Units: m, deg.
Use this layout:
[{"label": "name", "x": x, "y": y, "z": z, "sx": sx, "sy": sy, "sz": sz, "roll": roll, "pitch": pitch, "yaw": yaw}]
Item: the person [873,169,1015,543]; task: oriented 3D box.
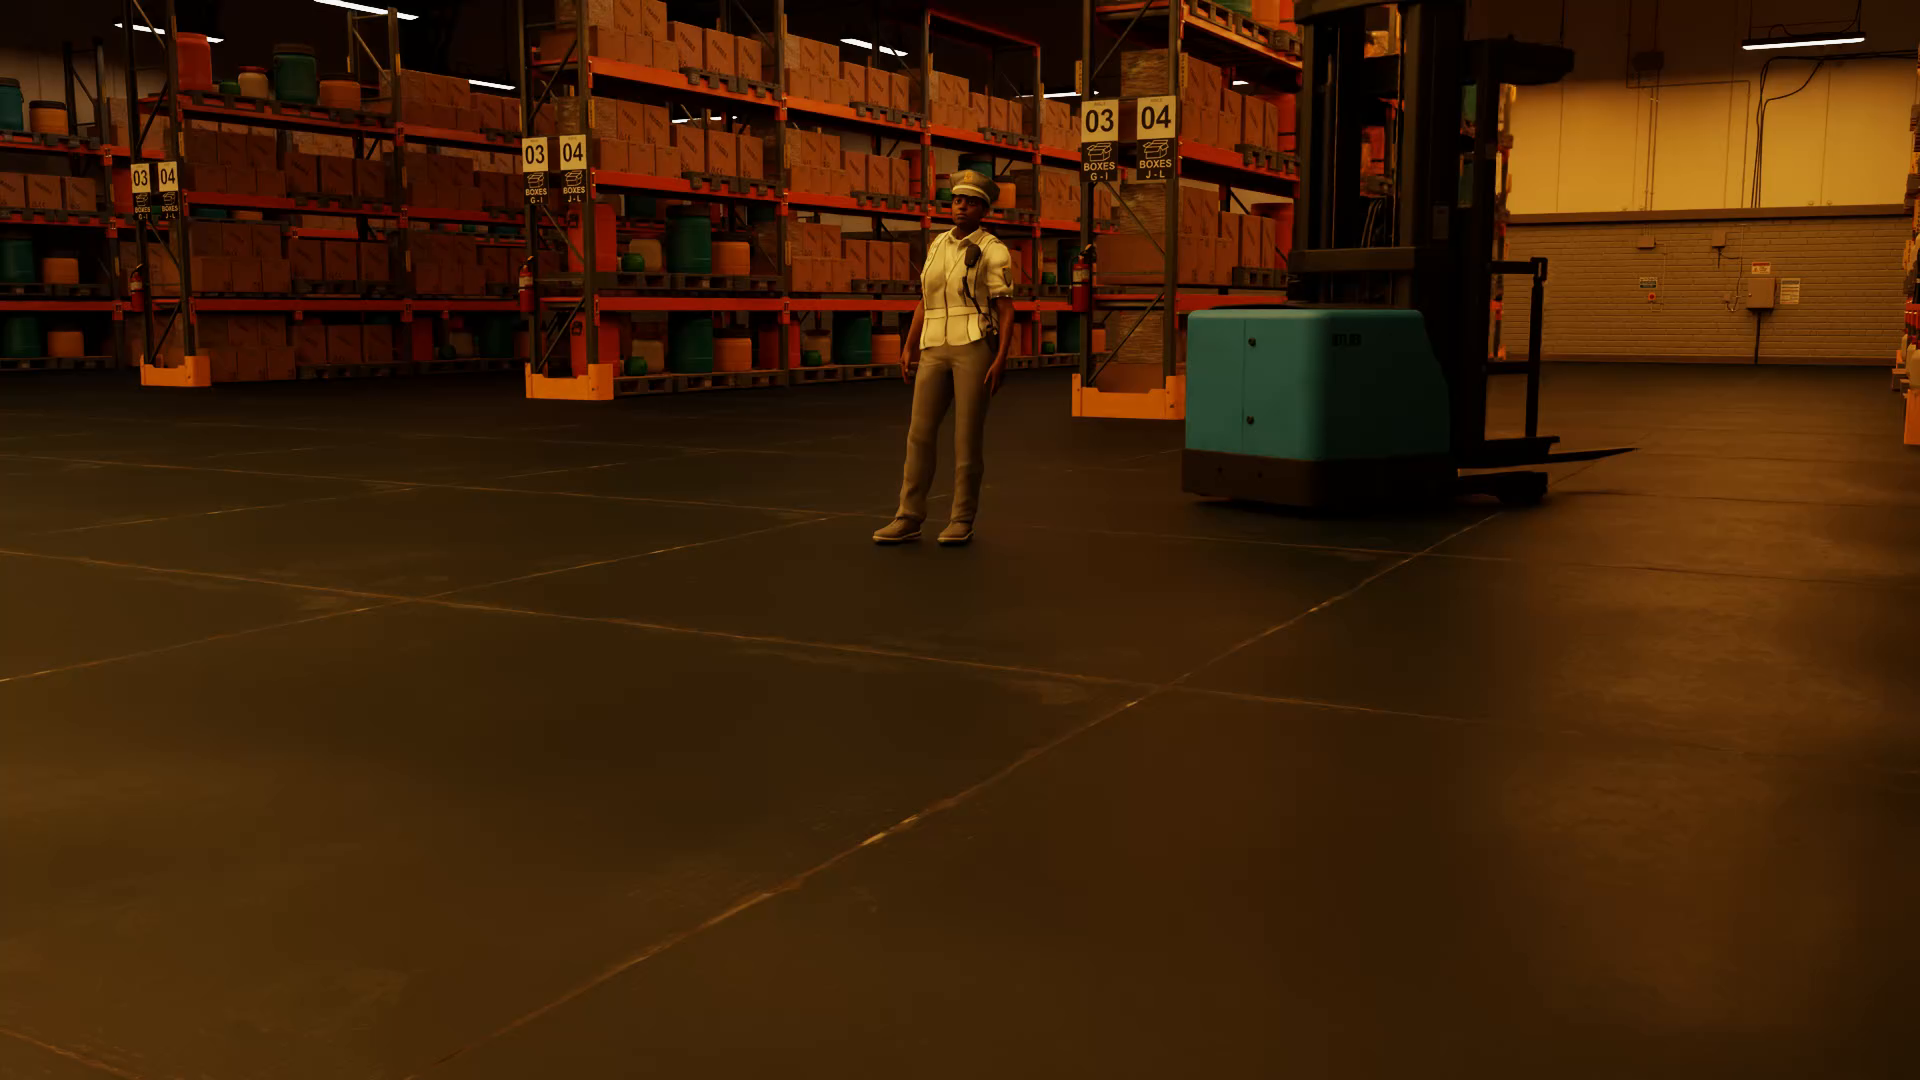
[{"label": "person", "x": -0.054, "y": -0.839, "z": 7.642, "sx": 0.569, "sy": 1.695, "sz": 0.530, "roll": 4, "pitch": 9, "yaw": 29}]

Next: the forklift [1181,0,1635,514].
[{"label": "forklift", "x": 2.737, "y": -1.716, "z": 9.527, "sx": 3.031, "sy": 2.935, "sz": 1.130, "roll": -5, "pitch": 10, "yaw": -34}]
